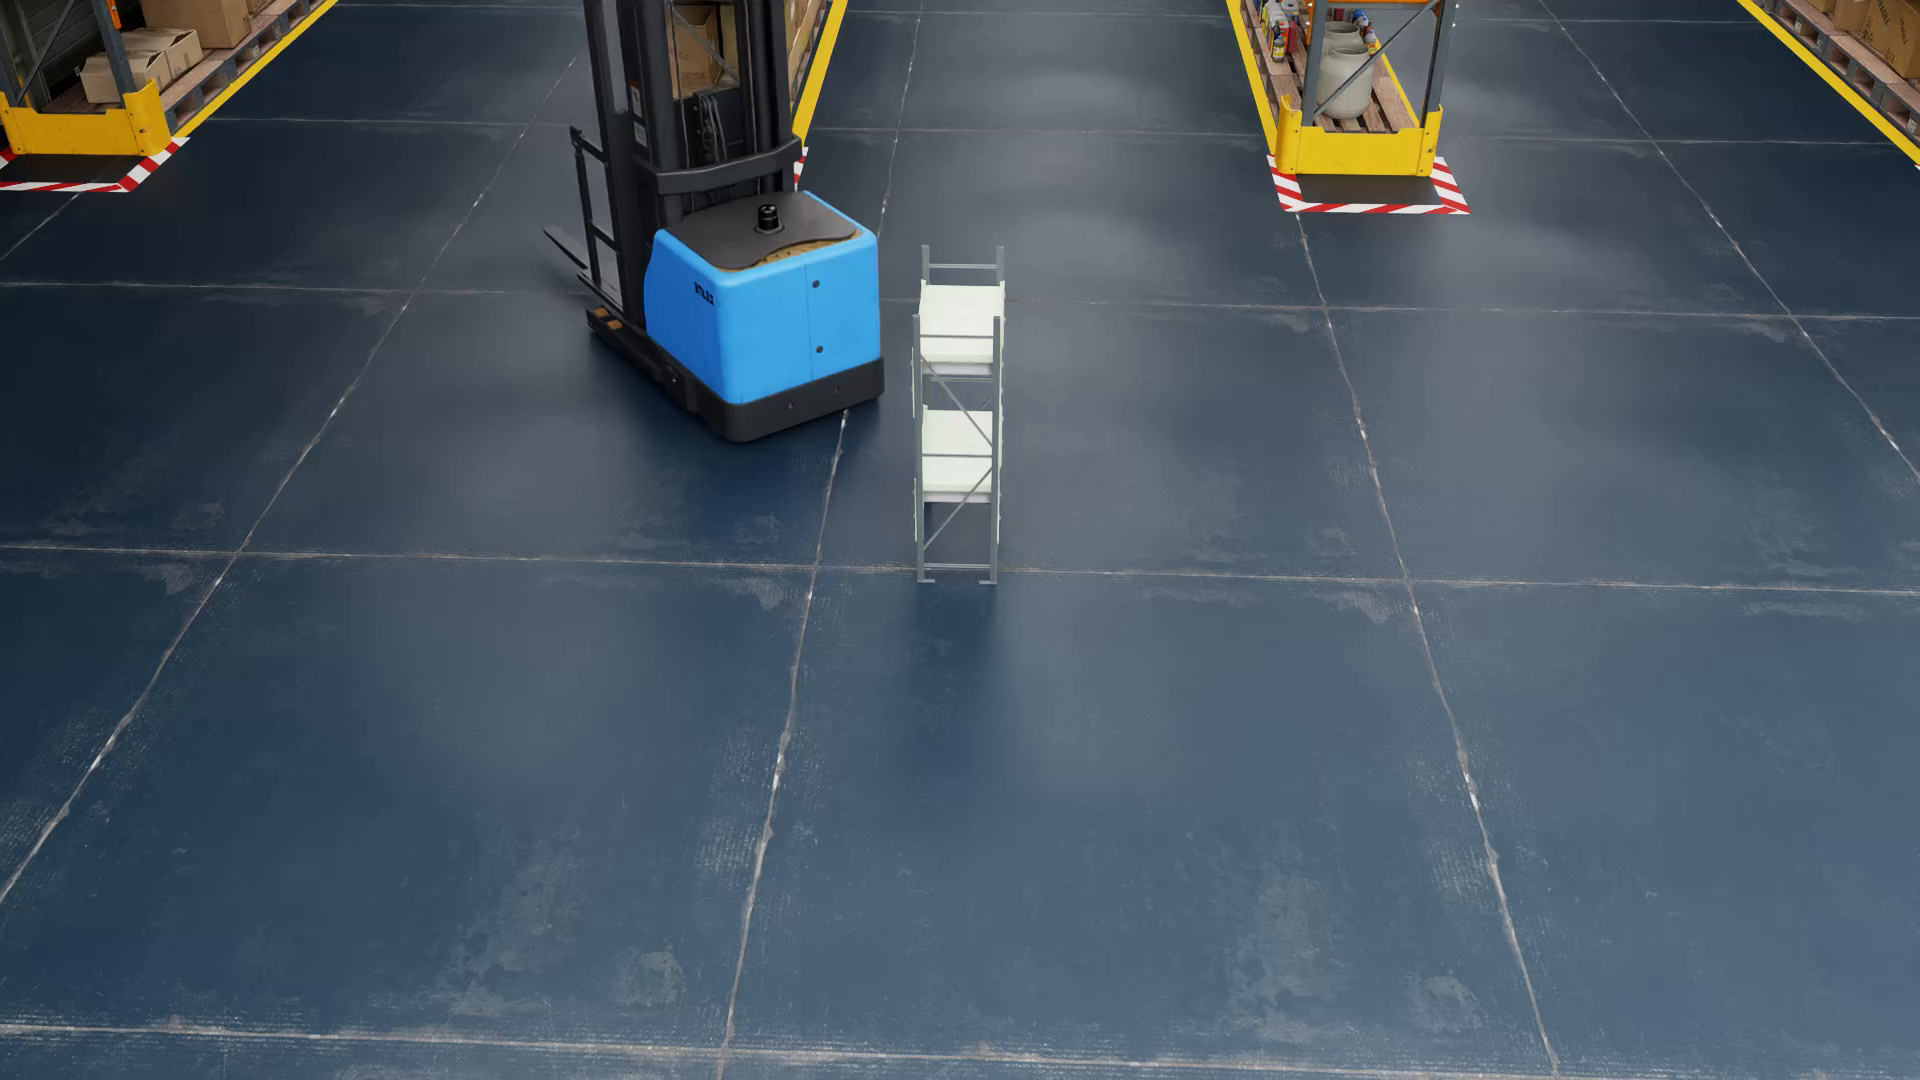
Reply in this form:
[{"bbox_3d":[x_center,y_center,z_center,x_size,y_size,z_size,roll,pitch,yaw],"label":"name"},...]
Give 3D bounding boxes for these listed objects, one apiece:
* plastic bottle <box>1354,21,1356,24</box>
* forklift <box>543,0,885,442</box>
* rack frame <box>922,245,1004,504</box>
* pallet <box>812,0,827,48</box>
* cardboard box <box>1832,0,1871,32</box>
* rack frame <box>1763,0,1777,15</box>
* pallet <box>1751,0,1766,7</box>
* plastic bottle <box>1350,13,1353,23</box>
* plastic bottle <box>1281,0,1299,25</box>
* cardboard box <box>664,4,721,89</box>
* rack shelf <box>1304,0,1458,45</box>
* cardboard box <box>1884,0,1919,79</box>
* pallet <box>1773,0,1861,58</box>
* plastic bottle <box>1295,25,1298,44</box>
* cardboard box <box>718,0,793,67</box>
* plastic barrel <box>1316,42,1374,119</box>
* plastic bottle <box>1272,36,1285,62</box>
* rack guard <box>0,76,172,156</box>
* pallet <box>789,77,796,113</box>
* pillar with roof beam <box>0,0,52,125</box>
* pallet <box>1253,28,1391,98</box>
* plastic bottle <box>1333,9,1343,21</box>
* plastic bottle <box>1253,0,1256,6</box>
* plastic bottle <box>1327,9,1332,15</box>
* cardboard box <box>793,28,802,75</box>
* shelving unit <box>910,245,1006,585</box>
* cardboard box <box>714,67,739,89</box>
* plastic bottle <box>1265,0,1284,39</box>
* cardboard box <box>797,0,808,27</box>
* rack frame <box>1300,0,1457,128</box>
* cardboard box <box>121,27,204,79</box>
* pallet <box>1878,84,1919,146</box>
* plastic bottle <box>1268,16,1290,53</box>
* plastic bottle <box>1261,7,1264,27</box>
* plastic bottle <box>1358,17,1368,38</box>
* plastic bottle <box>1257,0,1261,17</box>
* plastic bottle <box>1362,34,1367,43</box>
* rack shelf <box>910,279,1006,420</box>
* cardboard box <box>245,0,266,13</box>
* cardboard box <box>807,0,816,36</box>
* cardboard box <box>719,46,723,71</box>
[{"bbox_3d":[3.466,-4.437,14.451,0.097,0.201,0.097,0,35,0],"label":"plastic bottle"},{"bbox_3d":[-1.705,-2.552,9.778,1.130,2.935,3.031,-22,41,-28],"label":"forklift"},{"bbox_3d":[0.014,-0.820,8.558,0.400,1.500,0.023,1,35,2],"label":"rack frame"},{"bbox_3d":[-1.803,-4.874,15.447,1.003,0.211,1.213,1,35,2],"label":"pallet"},{"bbox_3d":[8.098,-4.830,14.769,0.500,0.500,0.500,12,37,17],"label":"cardboard box"},{"bbox_3d":[8.169,-6.239,14.965,1.000,3.000,0.127,1,35,2],"label":"rack frame"},{"bbox_3d":[8.199,-5.546,16.403,1.003,0.211,1.213,1,35,2],"label":"pallet"},{"bbox_3d":[3.474,-4.555,14.619,0.097,0.201,0.097,0,35,0],"label":"plastic bottle"},{"bbox_3d":[2.898,-4.624,14.652,0.152,0.276,0.135,1,35,2],"label":"plastic bottle"},{"bbox_3d":[-2.165,-3.841,12.926,0.500,0.500,0.500,1,35,2],"label":"cardboard box"},{"bbox_3d":[3.140,-4.910,13.700,1.077,0.370,4.000,1,35,2],"label":"rack shelf"},{"bbox_3d":[8.084,-4.152,13.804,0.500,0.500,0.500,4,35,6],"label":"cardboard box"},{"bbox_3d":[8.178,-4.712,15.217,1.003,0.211,1.213,1,35,2],"label":"pallet"},{"bbox_3d":[2.864,-4.388,14.381,0.097,0.201,0.097,0,35,0],"label":"plastic bottle"},{"bbox_3d":[-1.627,-4.116,13.318,0.500,0.500,0.500,1,35,2],"label":"cardboard box"},{"bbox_3d":[3.010,-3.590,12.993,0.421,0.512,0.421,0,35,0],"label":"plastic barrel"},{"bbox_3d":[2.696,-4.156,14.052,0.097,0.201,0.097,0,35,0],"label":"plastic bottle"},{"bbox_3d":[-6.836,-3.306,12.964,1.175,0.500,0.348,1,35,2],"label":"rack guard"},{"bbox_3d":[-1.901,-3.472,13.452,1.003,0.211,1.213,1,35,2],"label":"pallet"},{"bbox_3d":[-3.374,-7.062,10.918,9.100,9.000,0.400,1,35,2],"label":"pillar with roof beam"},{"bbox_3d":[3.106,-4.125,14.382,1.003,0.211,1.213,1,35,2],"label":"pallet"},{"bbox_3d":[3.345,-4.659,14.696,0.061,0.283,0.133,1,35,2],"label":"plastic bottle"},{"bbox_3d":[2.784,-5.060,15.273,0.152,0.276,0.135,3,35,4],"label":"plastic bottle"},{"bbox_3d":[3.326,-4.922,15.076,0.152,0.276,0.135,1,35,2],"label":"plastic bottle"},{"bbox_3d":[-1.609,-4.097,13.942,0.500,0.250,0.500,1,35,2],"label":"cardboard box"},{"bbox_3d":[0.000,-0.610,8.259,0.431,1.500,0.755,1,35,2],"label":"shelving unit"},{"bbox_3d":[-1.646,-3.522,13.125,0.500,0.250,0.500,1,35,2],"label":"cardboard box"},{"bbox_3d":[2.741,-4.536,14.463,0.144,0.351,0.185,3,35,4],"label":"plastic bottle"},{"bbox_3d":[-1.583,-4.691,14.135,0.500,0.500,0.500,1,35,2],"label":"cardboard box"},{"bbox_3d":[3.060,-4.056,11.858,1.000,3.000,0.127,1,35,2],"label":"rack frame"},{"bbox_3d":[-6.699,-4.087,13.859,0.500,0.311,0.500,4,35,6],"label":"cardboard box"},{"bbox_3d":[8.080,-3.310,13.222,1.003,0.211,1.213,1,35,2],"label":"pallet"},{"bbox_3d":[2.733,-4.331,14.235,0.152,0.276,0.135,2,35,2],"label":"plastic bottle"},{"bbox_3d":[2.731,-4.664,14.775,0.097,0.201,0.097,0,35,0],"label":"plastic bottle"},{"bbox_3d":[3.458,-4.351,14.268,0.097,0.271,0.097,0,35,0],"label":"plastic bottle"},{"bbox_3d":[2.766,-4.887,14.962,0.144,0.351,0.185,0,35,0],"label":"plastic bottle"},{"bbox_3d":[3.448,-4.185,14.093,0.097,0.201,0.097,0,35,0],"label":"plastic bottle"},{"bbox_3d":[0.000,-0.929,8.035,0.431,0.370,0.720,1,35,2],"label":"rack shelf"},{"bbox_3d":[-6.680,-5.143,15.196,0.500,0.500,0.500,-1,35,-2],"label":"cardboard box"},{"bbox_3d":[-1.564,-4.671,14.760,0.500,0.250,0.500,1,35,2],"label":"cardboard box"},{"bbox_3d":[-2.155,-3.822,13.551,0.500,0.250,0.500,1,35,2],"label":"cardboard box"}]
